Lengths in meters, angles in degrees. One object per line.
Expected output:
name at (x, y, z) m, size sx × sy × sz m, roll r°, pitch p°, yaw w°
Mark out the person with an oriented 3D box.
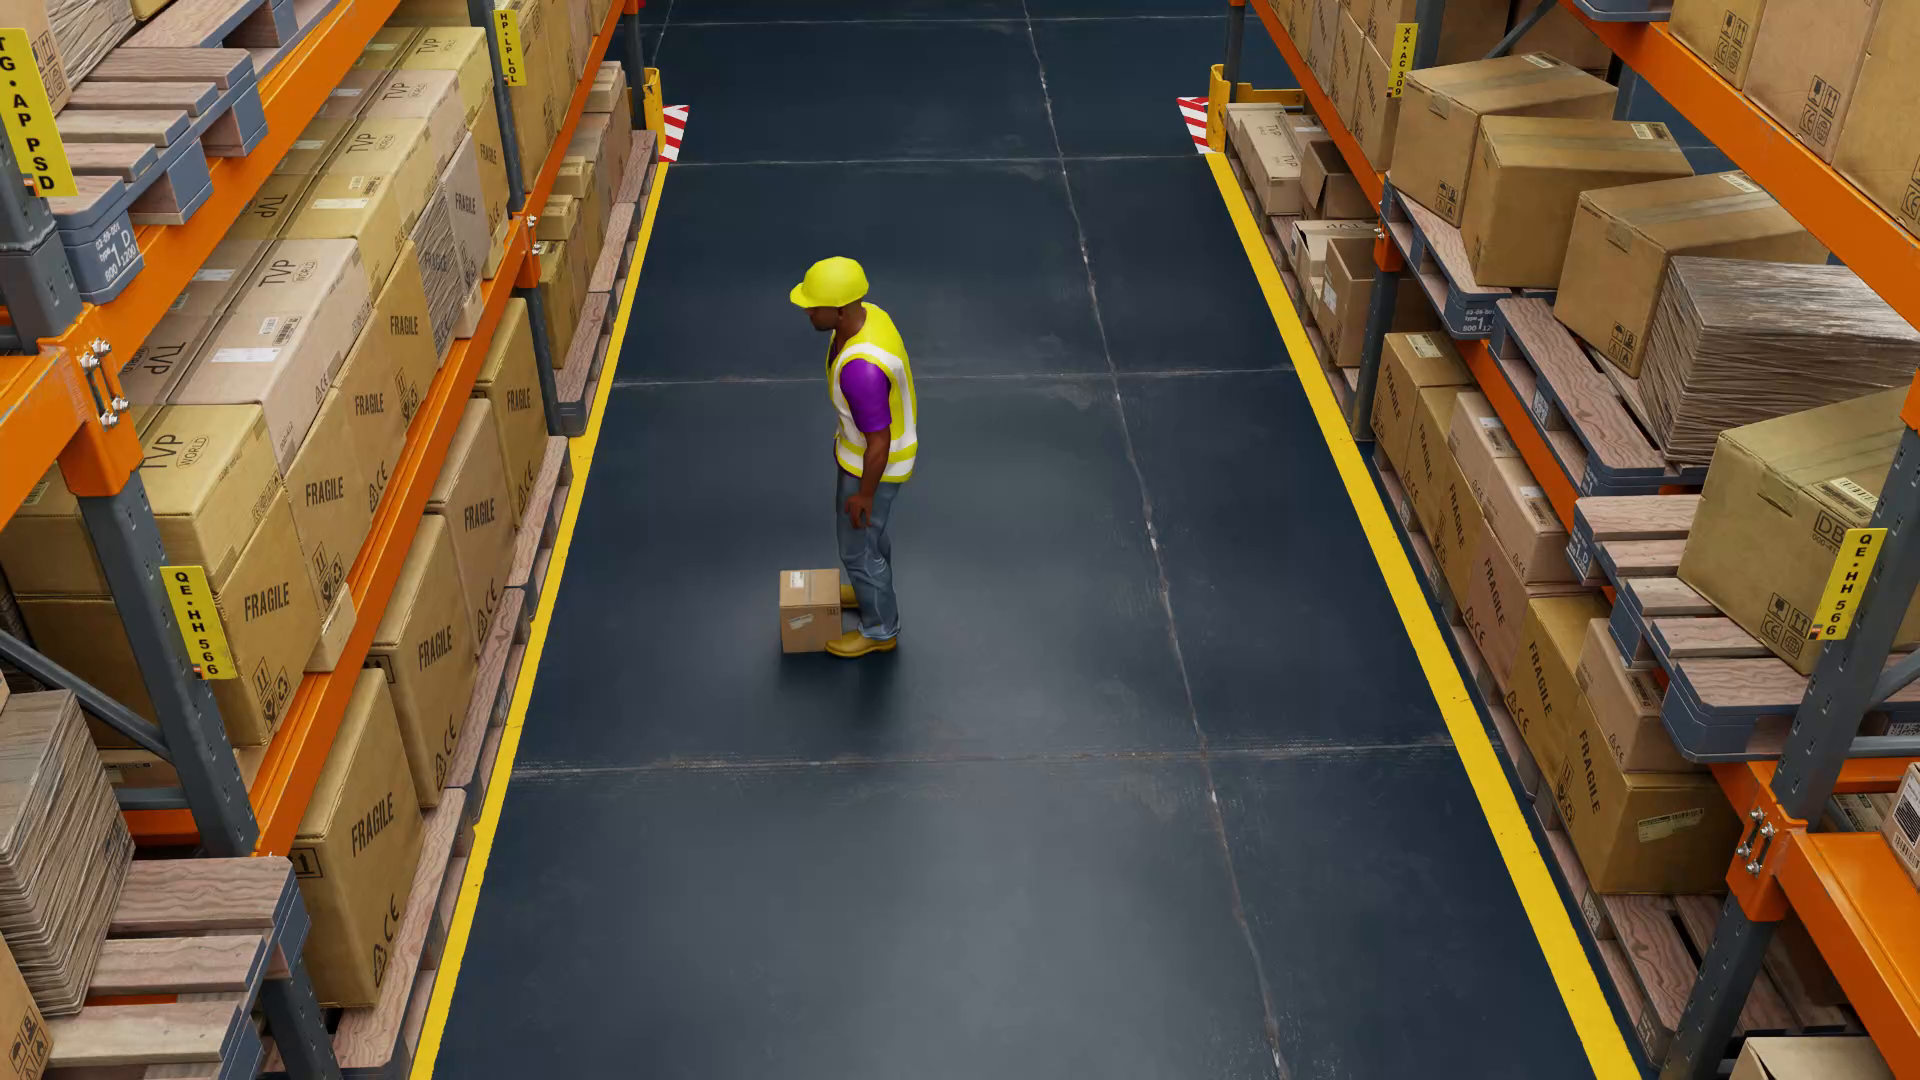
person at (-0.401, -0.328, 6.598) m, size 0.460 × 1.759 × 0.629 m, roll -3°, pitch 35°, yaw -5°
